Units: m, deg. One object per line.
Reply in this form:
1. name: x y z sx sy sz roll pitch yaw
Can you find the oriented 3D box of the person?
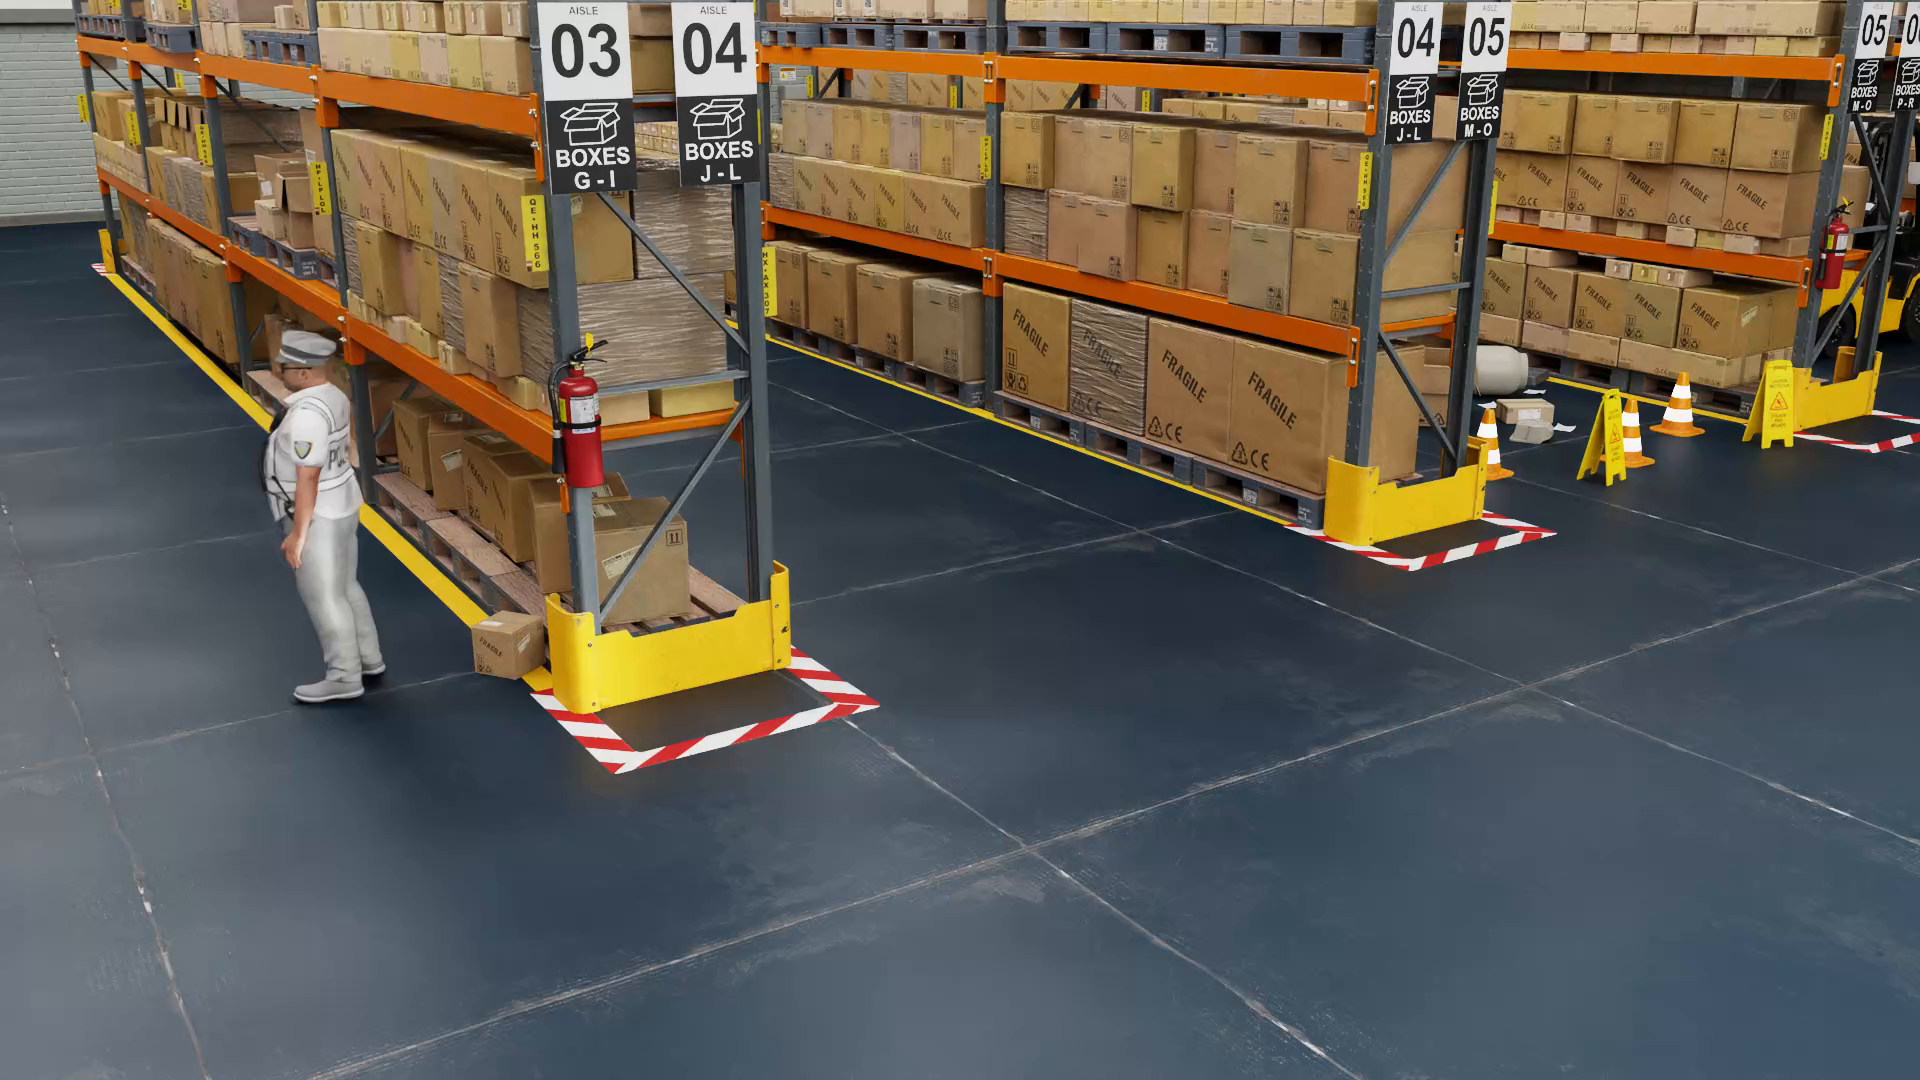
1. person: -3.030 -0.120 7.854 0.396 1.771 0.603 -1 18 -4
